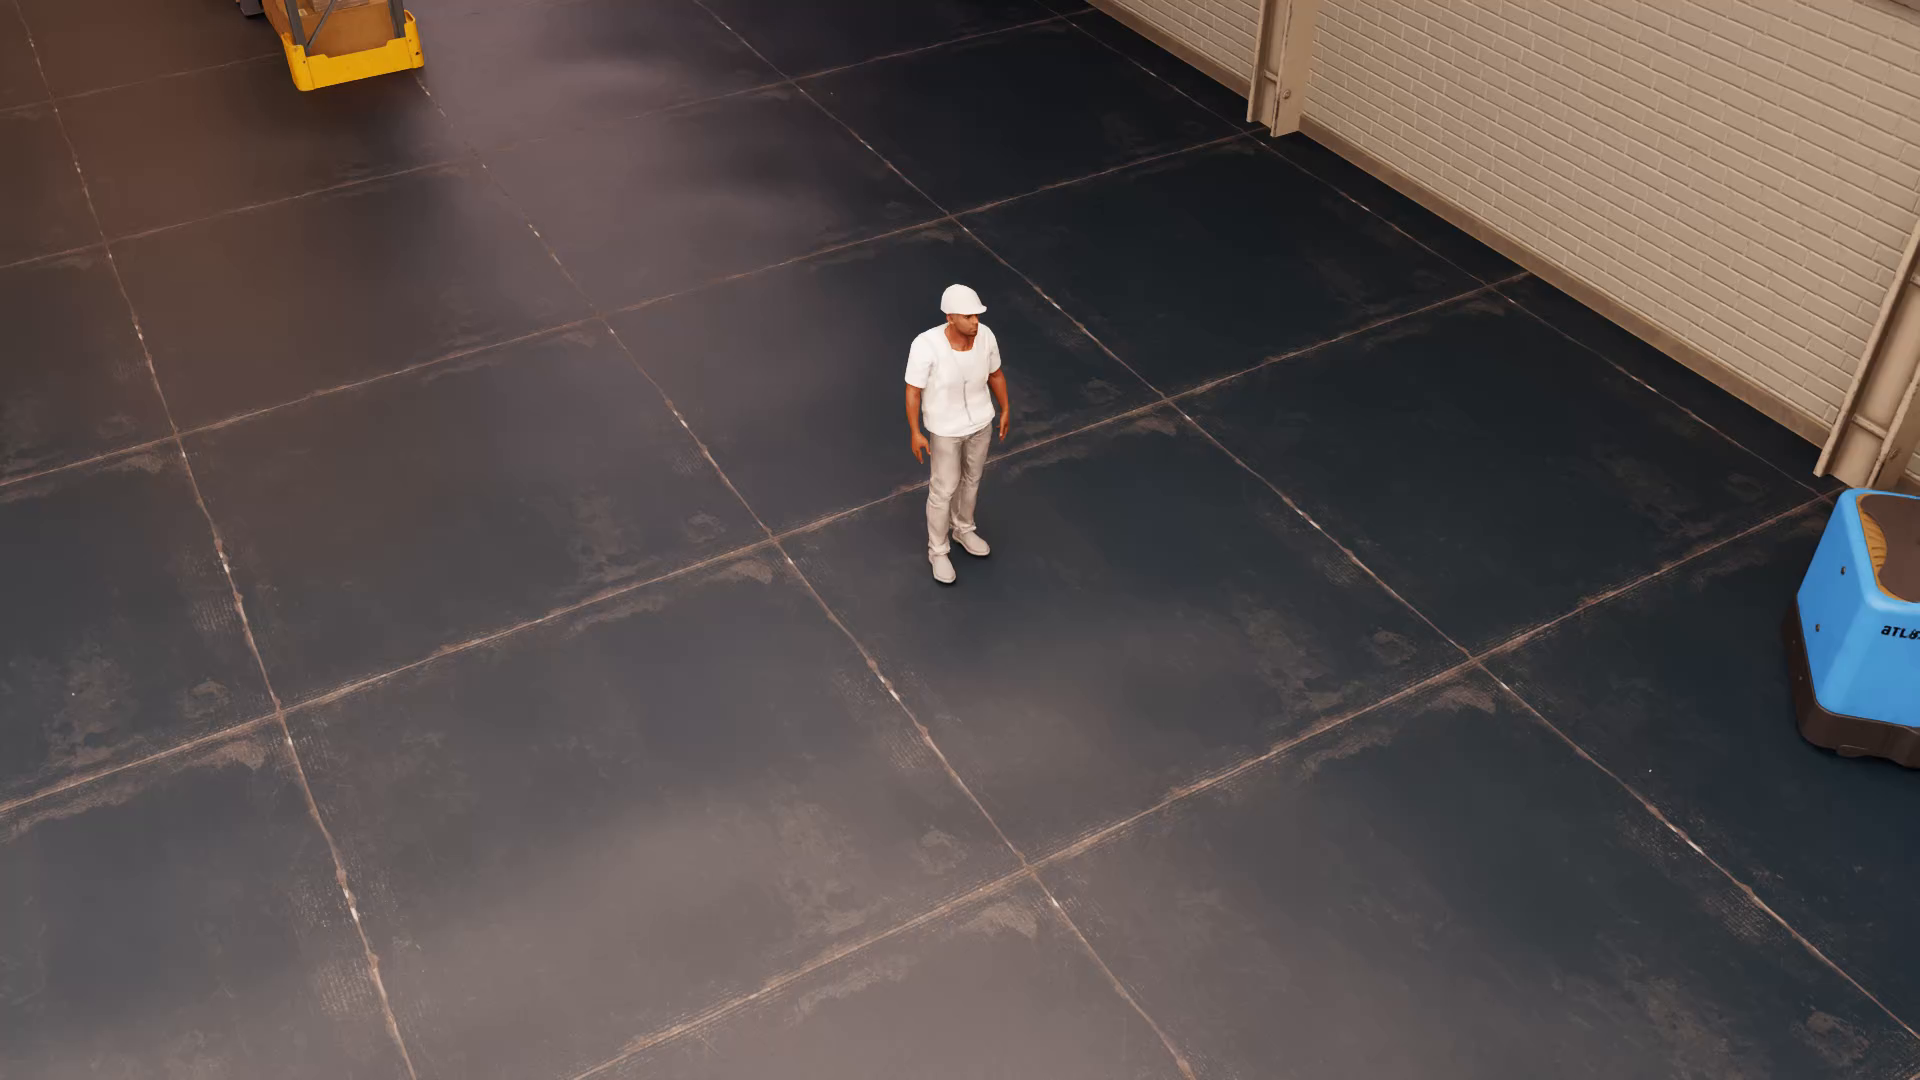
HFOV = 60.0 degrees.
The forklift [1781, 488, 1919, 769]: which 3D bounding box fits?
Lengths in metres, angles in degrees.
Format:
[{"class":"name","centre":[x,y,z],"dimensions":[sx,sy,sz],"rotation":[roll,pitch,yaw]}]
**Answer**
[{"class":"forklift","centre":[6.105,-0.063,8.112],"dimensions":[3.031,2.935,1.130],"rotation":[9,41,11]}]

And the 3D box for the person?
[{"class":"person","centre":[0.030,-0.645,9.715],"dimensions":[0.665,1.768,0.575],"rotation":[-20,44,-23]}]
